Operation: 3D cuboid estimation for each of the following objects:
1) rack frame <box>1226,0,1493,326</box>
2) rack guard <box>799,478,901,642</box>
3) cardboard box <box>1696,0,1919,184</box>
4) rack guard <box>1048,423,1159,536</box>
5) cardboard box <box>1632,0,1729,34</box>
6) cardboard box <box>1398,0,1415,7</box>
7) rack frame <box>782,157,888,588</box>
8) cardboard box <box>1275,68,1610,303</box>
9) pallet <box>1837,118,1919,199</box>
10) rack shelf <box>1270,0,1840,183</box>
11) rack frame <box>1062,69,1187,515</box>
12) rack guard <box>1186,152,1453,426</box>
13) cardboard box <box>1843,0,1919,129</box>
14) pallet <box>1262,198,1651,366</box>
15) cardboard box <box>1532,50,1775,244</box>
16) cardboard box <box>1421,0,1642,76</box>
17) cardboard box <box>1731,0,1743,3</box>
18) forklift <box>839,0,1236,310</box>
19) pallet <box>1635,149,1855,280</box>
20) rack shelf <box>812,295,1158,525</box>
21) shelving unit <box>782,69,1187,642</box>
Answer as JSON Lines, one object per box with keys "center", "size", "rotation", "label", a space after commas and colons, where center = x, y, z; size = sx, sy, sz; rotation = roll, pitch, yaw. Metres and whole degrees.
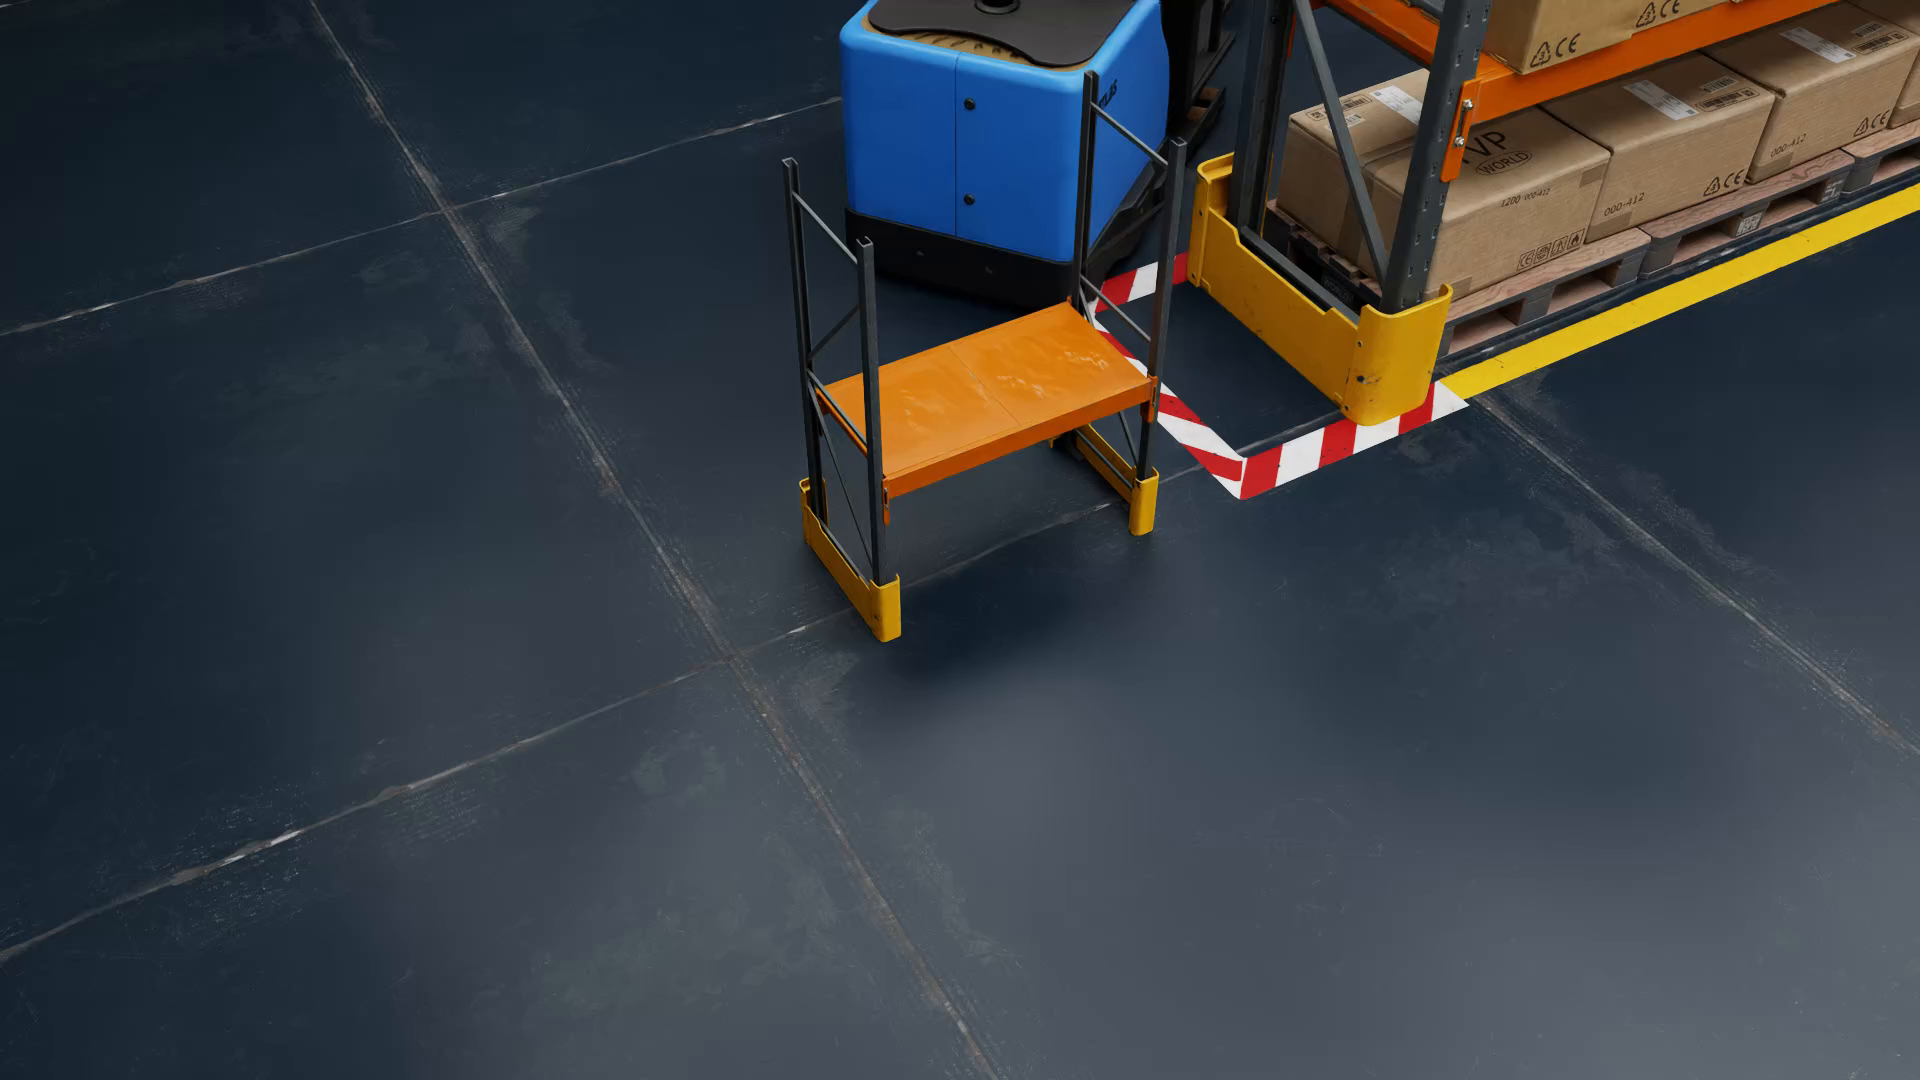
{"center": [1.370, -1.903, 5.558], "size": [0.127, 3.000, 1.000], "rotation": [-22, 48, -21], "label": "rack frame"}
{"center": [-0.366, 0.057, 5.512], "size": [0.087, 0.250, 0.587], "rotation": [-22, 48, -21], "label": "rack guard"}
{"center": [3.464, -2.059, 7.255], "size": [0.875, 0.438, 0.875], "rotation": [-23, 49, -22], "label": "cardboard box"}
{"center": [0.498, -0.289, 5.868], "size": [0.087, 0.250, 0.587], "rotation": [-22, 48, -21], "label": "rack guard"}
{"center": [2.354, -2.125, 5.714], "size": [0.500, 0.500, 0.500], "rotation": [-22, 48, -21], "label": "cardboard box"}
{"center": [1.656, -2.267, 5.860], "size": [0.500, 0.500, 0.500], "rotation": [-22, 48, -21], "label": "cardboard box"}
{"center": [-0.367, -0.391, 5.076], "size": [0.032, 1.500, 0.500], "rotation": [-22, 48, -21], "label": "rack frame"}
{"center": [1.892, -1.424, 6.602], "size": [0.875, 0.438, 0.875], "rotation": [-23, 49, -22], "label": "cardboard box"}
{"center": [4.140, -2.074, 7.736], "size": [1.213, 0.211, 1.003], "rotation": [-22, 48, -21], "label": "pallet"}
{"center": [3.104, -2.339, 6.523], "size": [4.000, 0.370, 1.077], "rotation": [-22, 48, -21], "label": "rack shelf"}
{"center": [0.515, -0.744, 5.440], "size": [0.032, 1.500, 0.500], "rotation": [-22, 48, -21], "label": "rack frame"}
{"center": [1.349, -0.998, 6.420], "size": [0.348, 0.500, 1.175], "rotation": [-22, 48, -21], "label": "rack guard"}
{"center": [4.240, -2.369, 7.576], "size": [0.875, 0.438, 0.875], "rotation": [-22, 48, -21], "label": "cardboard box"}
{"center": [2.024, -1.227, 6.863], "size": [1.213, 0.211, 1.003], "rotation": [-22, 48, -21], "label": "pallet"}
{"center": [2.682, -1.747, 6.934], "size": [0.875, 0.438, 0.875], "rotation": [-21, 48, -20], "label": "cardboard box"}
{"center": [1.929, -1.933, 5.516], "size": [0.500, 0.500, 0.500], "rotation": [-22, 48, -21], "label": "cardboard box"}
{"center": [2.804, -2.290, 5.884], "size": [0.500, 0.500, 0.500], "rotation": [-22, 48, -21], "label": "cardboard box"}
{"center": [0.587, -2.977, 6.713], "size": [1.130, 2.935, 3.031], "rotation": [17, 47, 17], "label": "forklift"}
{"center": [3.081, -1.648, 7.297], "size": [1.213, 0.211, 1.003], "rotation": [-22, 48, -21], "label": "pallet"}
{"center": [0.074, -0.439, 5.383], "size": [1.000, 0.185, 0.538], "rotation": [-22, 48, -21], "label": "rack shelf"}
{"center": [0.066, -0.565, 5.255], "size": [1.083, 1.500, 0.587], "rotation": [-22, 48, -21], "label": "shelving unit"}
